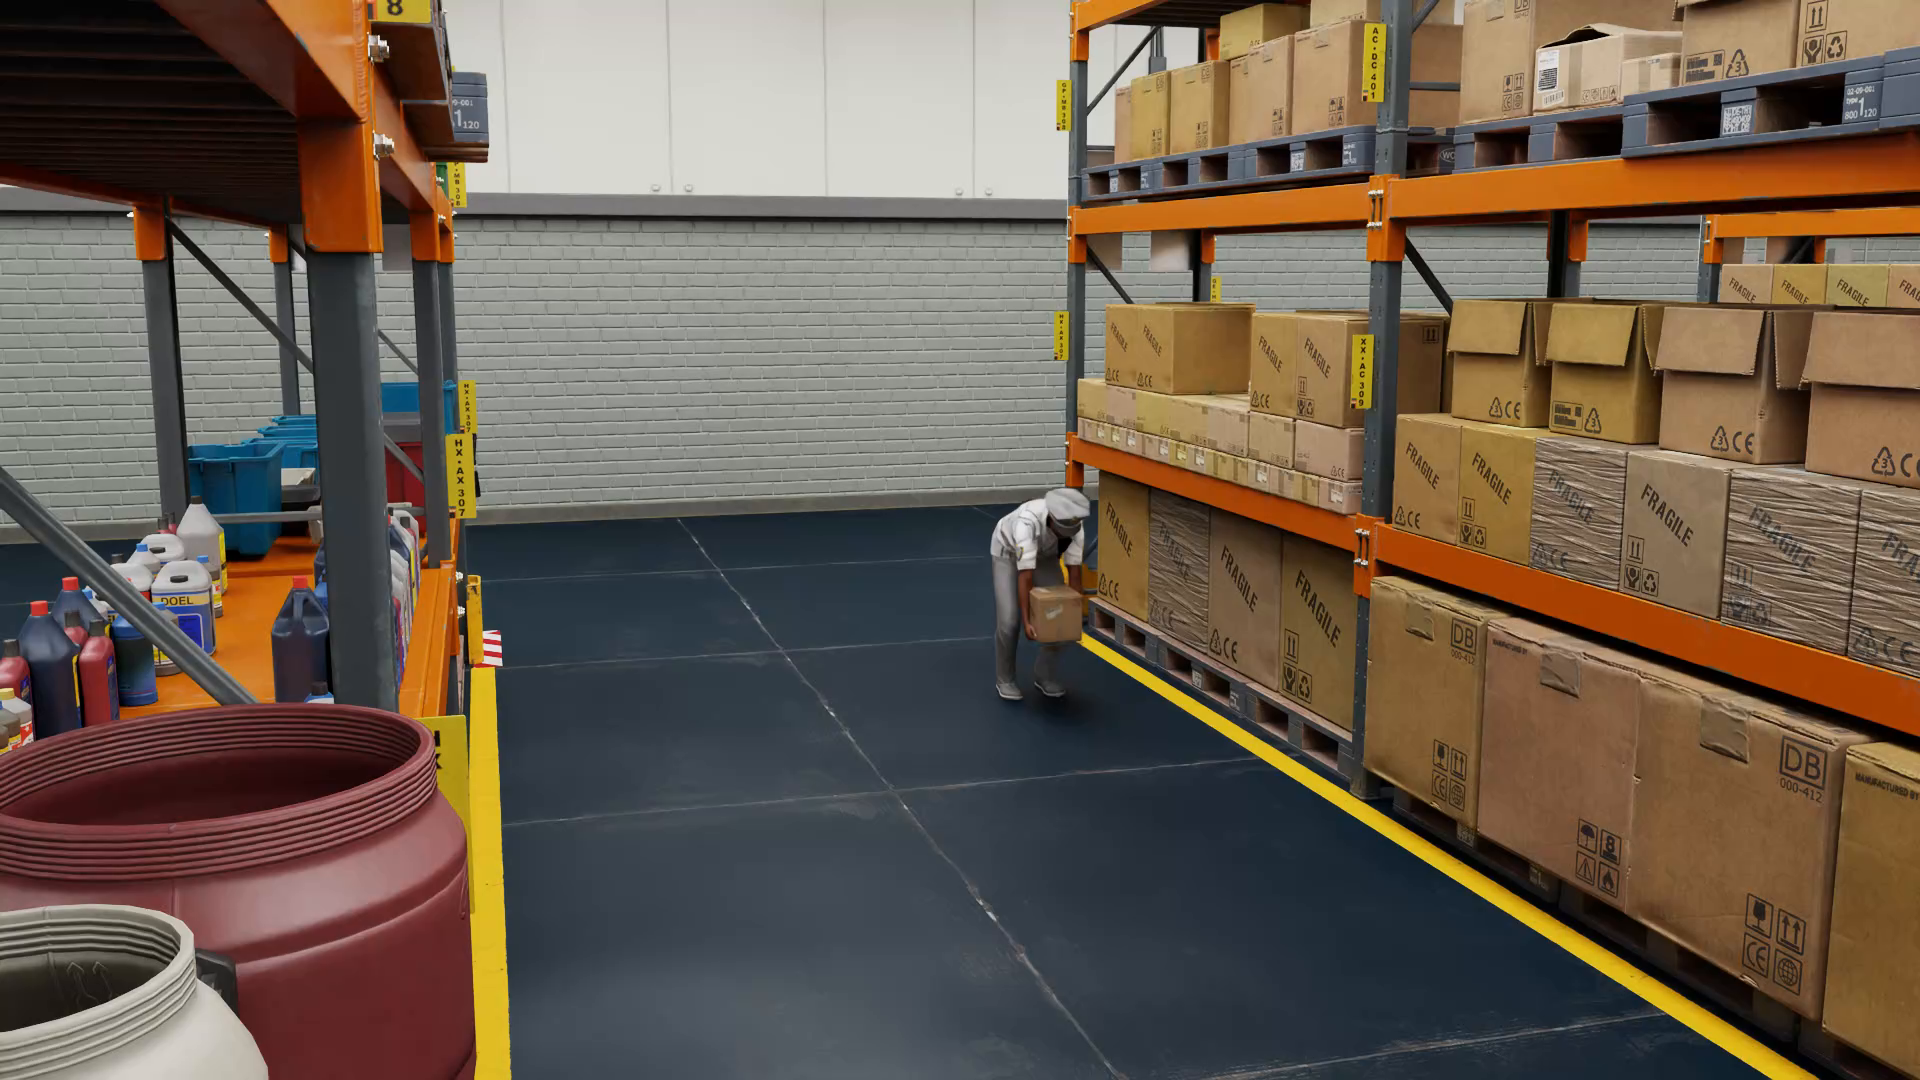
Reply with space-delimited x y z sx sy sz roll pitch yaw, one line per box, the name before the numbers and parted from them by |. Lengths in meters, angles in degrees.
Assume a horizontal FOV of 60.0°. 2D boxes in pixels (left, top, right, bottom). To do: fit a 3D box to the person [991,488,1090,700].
person | 0.460 0.303 9.306 0.430 1.257 0.901 -3 10 -18
